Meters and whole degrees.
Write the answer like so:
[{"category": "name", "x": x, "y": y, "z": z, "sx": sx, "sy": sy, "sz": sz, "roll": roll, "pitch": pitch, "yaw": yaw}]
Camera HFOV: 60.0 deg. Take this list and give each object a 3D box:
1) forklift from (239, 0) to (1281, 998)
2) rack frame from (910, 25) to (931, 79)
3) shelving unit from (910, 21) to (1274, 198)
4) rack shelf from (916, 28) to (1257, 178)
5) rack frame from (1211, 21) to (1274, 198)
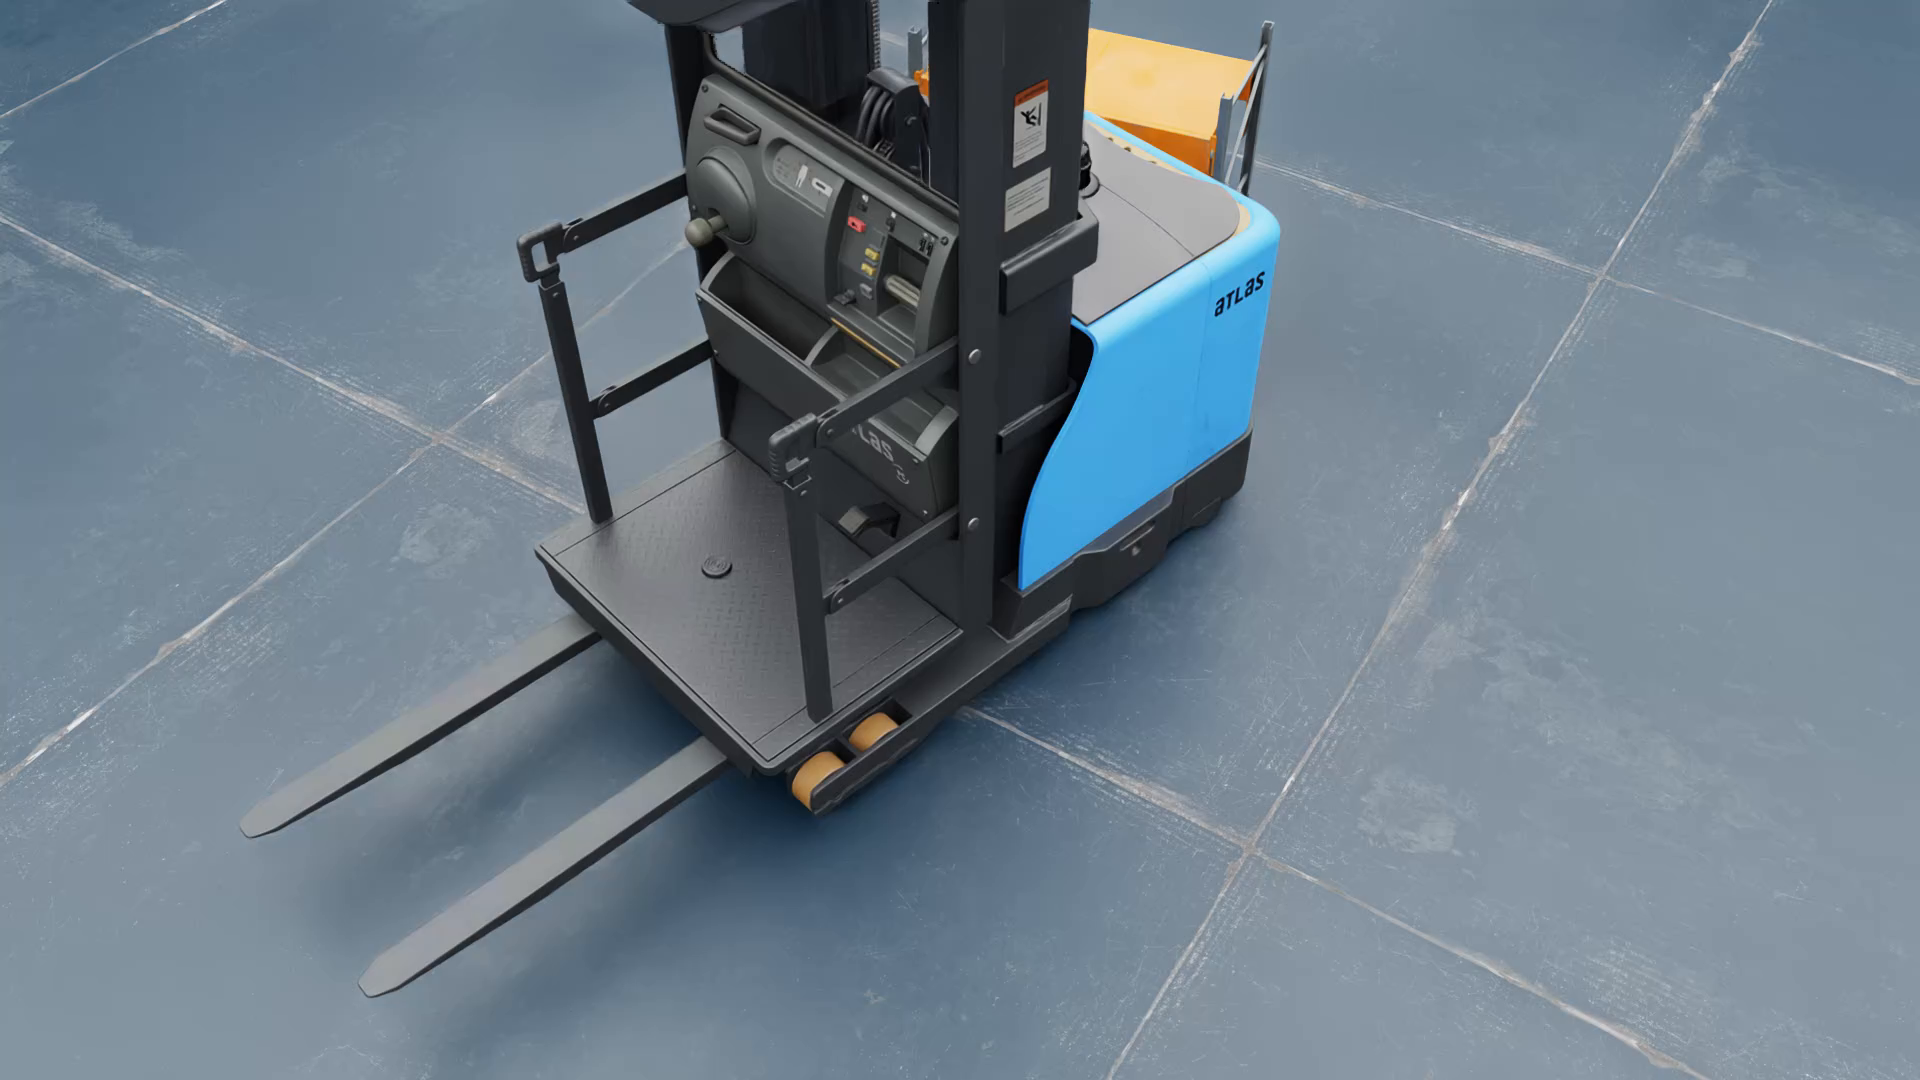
[{"category": "forklift", "x": -0.506, "y": -0.708, "z": 3.894, "sx": 3.031, "sy": 2.935, "sz": 1.130, "roll": -34, "pitch": 55, "yaw": -28}, {"category": "rack frame", "x": -0.049, "y": -1.373, "z": 5.800, "sx": 0.032, "sy": 1.125, "sz": 0.500, "roll": 17, "pitch": 48, "yaw": 16}, {"category": "shelving unit", "x": 0.420, "y": -1.232, "z": 5.663, "sx": 1.048, "sy": 1.125, "sz": 0.538, "roll": 17, "pitch": 48, "yaw": 16}, {"category": "rack shelf", "x": 0.420, "y": -1.436, "z": 5.453, "sx": 1.000, "sy": 0.278, "sz": 0.538, "roll": 17, "pitch": 48, "yaw": 16}, {"category": "rack frame", "x": 0.888, "y": -1.090, "z": 5.525, "sx": 0.032, "sy": 1.125, "sz": 0.500, "roll": 17, "pitch": 48, "yaw": 16}]
